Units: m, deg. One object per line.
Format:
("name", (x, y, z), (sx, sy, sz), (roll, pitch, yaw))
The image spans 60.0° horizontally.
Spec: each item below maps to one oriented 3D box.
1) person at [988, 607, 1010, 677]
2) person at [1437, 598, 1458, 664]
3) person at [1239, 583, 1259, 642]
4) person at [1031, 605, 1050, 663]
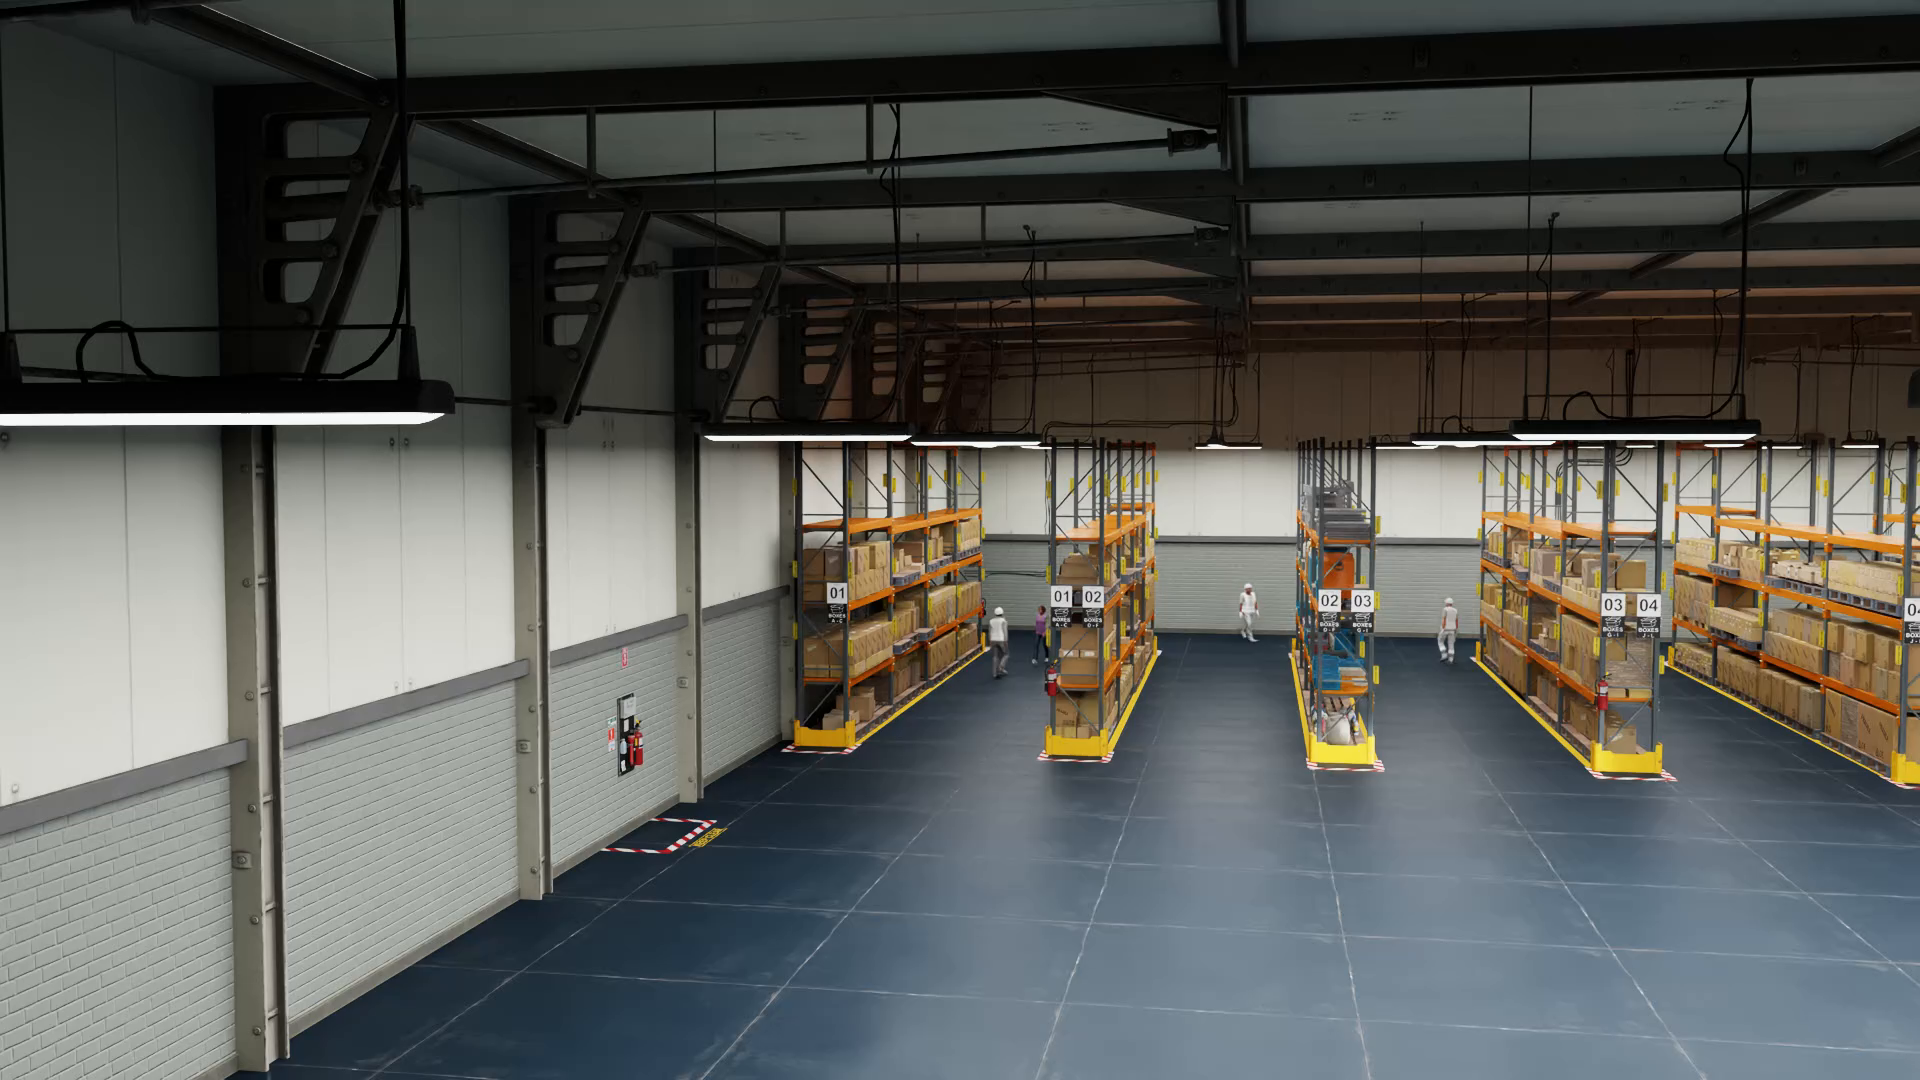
("person", (0.980, 2.585, 42.408), (0.565, 1.760, 0.495), (2, 3, 29))
("person", (13.207, 2.439, 44.904), (0.542, 1.762, 0.534), (0, 3, -5))
("person", (8.717, 2.183, 50.300), (0.599, 1.765, 0.912), (-1, 3, -24))
("person", (2.193, 2.546, 44.963), (0.428, 1.554, 0.898), (1, 3, 26))
